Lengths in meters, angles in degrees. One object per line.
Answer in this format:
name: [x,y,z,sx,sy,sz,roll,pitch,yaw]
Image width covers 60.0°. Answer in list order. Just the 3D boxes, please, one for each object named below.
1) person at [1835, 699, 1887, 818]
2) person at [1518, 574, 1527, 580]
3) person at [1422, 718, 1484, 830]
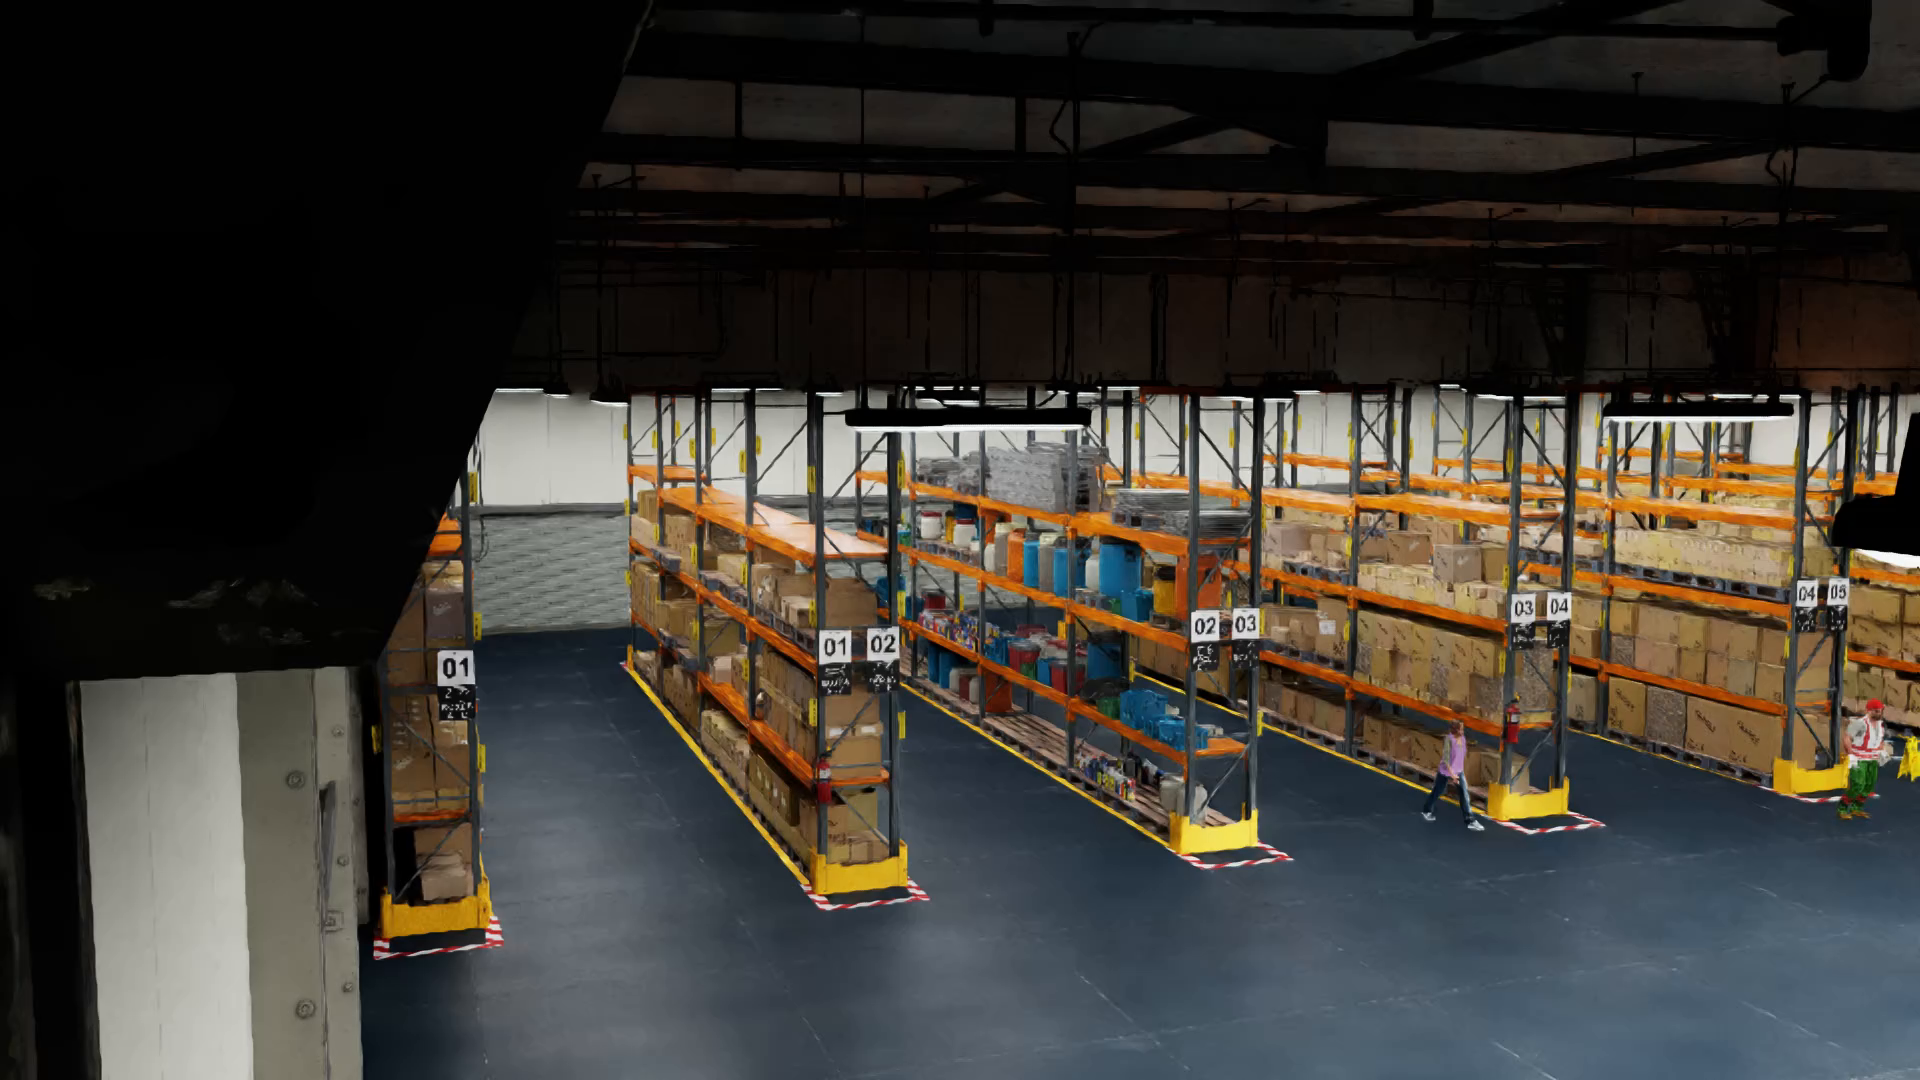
person: [12.688,3.067,23.328,0.677,1.742,0.552,-2,6,-20]
person: [12.407,1.632,36.917,0.592,1.764,0.687,0,6,-3]
person: [6.793,3.189,22.938,0.439,1.505,0.998,-3,7,-25]
